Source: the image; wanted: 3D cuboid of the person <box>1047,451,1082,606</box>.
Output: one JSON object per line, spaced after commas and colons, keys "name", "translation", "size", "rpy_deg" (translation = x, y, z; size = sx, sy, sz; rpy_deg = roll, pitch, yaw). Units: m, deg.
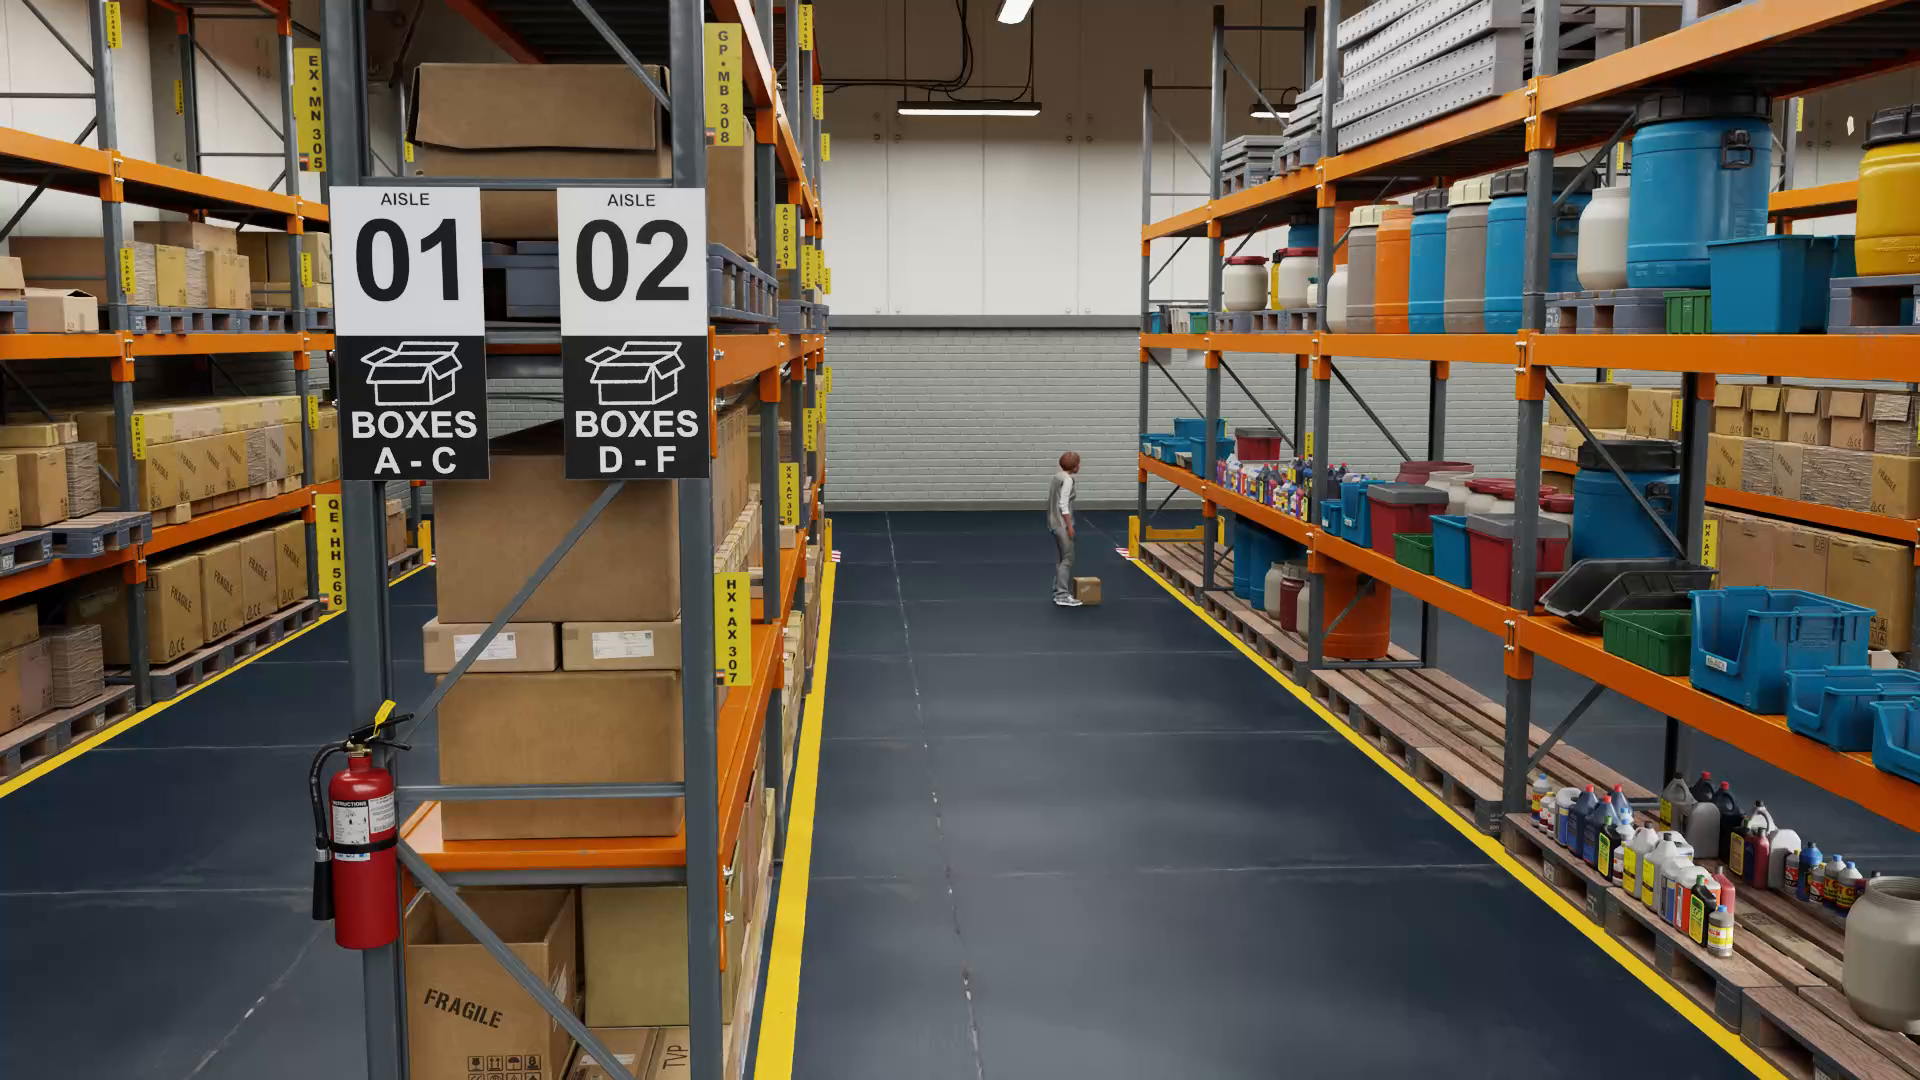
{"name": "person", "translation": [1.087, -0.128, 17.335], "size": [0.348, 1.592, 0.466], "rpy_deg": [-1, 7, -6]}
